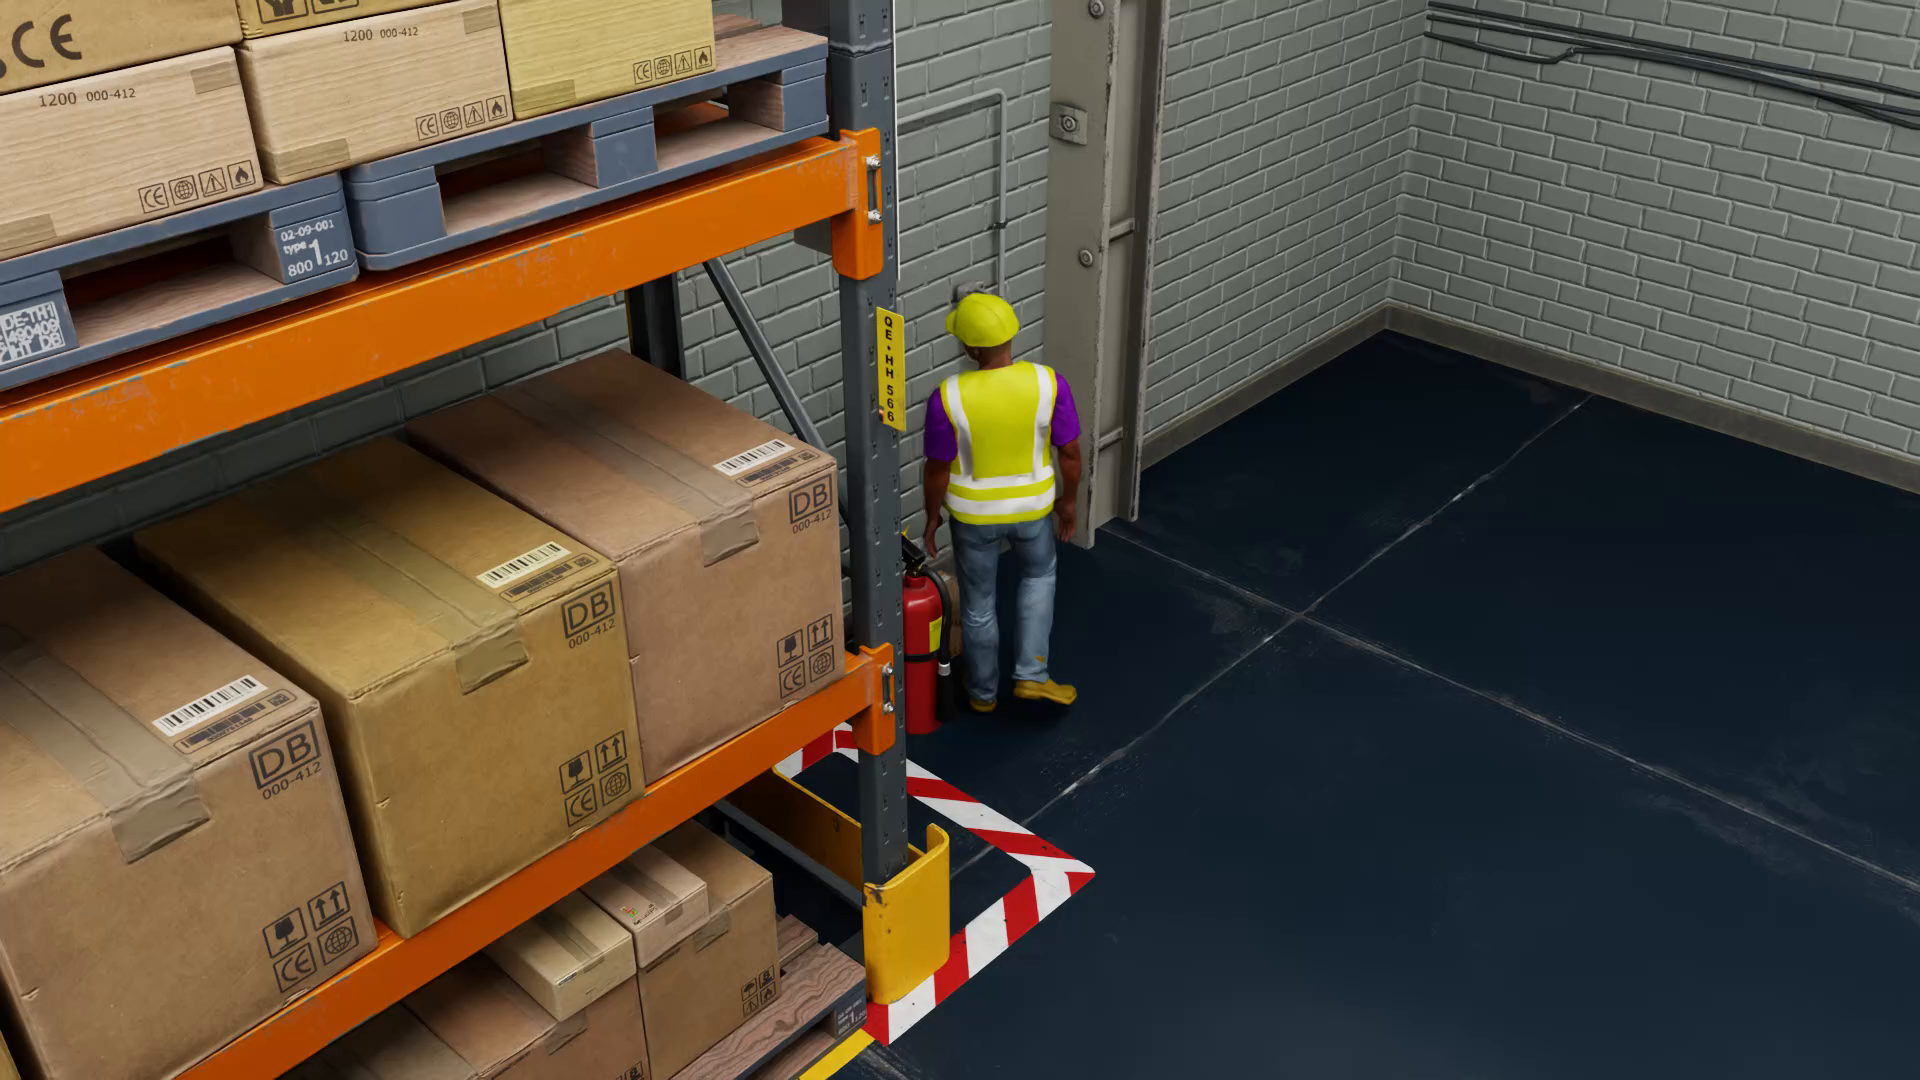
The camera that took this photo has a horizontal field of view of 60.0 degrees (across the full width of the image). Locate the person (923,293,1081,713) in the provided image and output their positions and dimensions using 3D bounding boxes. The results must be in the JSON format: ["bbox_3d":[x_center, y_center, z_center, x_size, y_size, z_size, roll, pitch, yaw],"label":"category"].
[{"bbox_3d":[0.157,-0.102,6.253,0.590,1.757,0.469,-5,31,-8],"label":"person"}]
